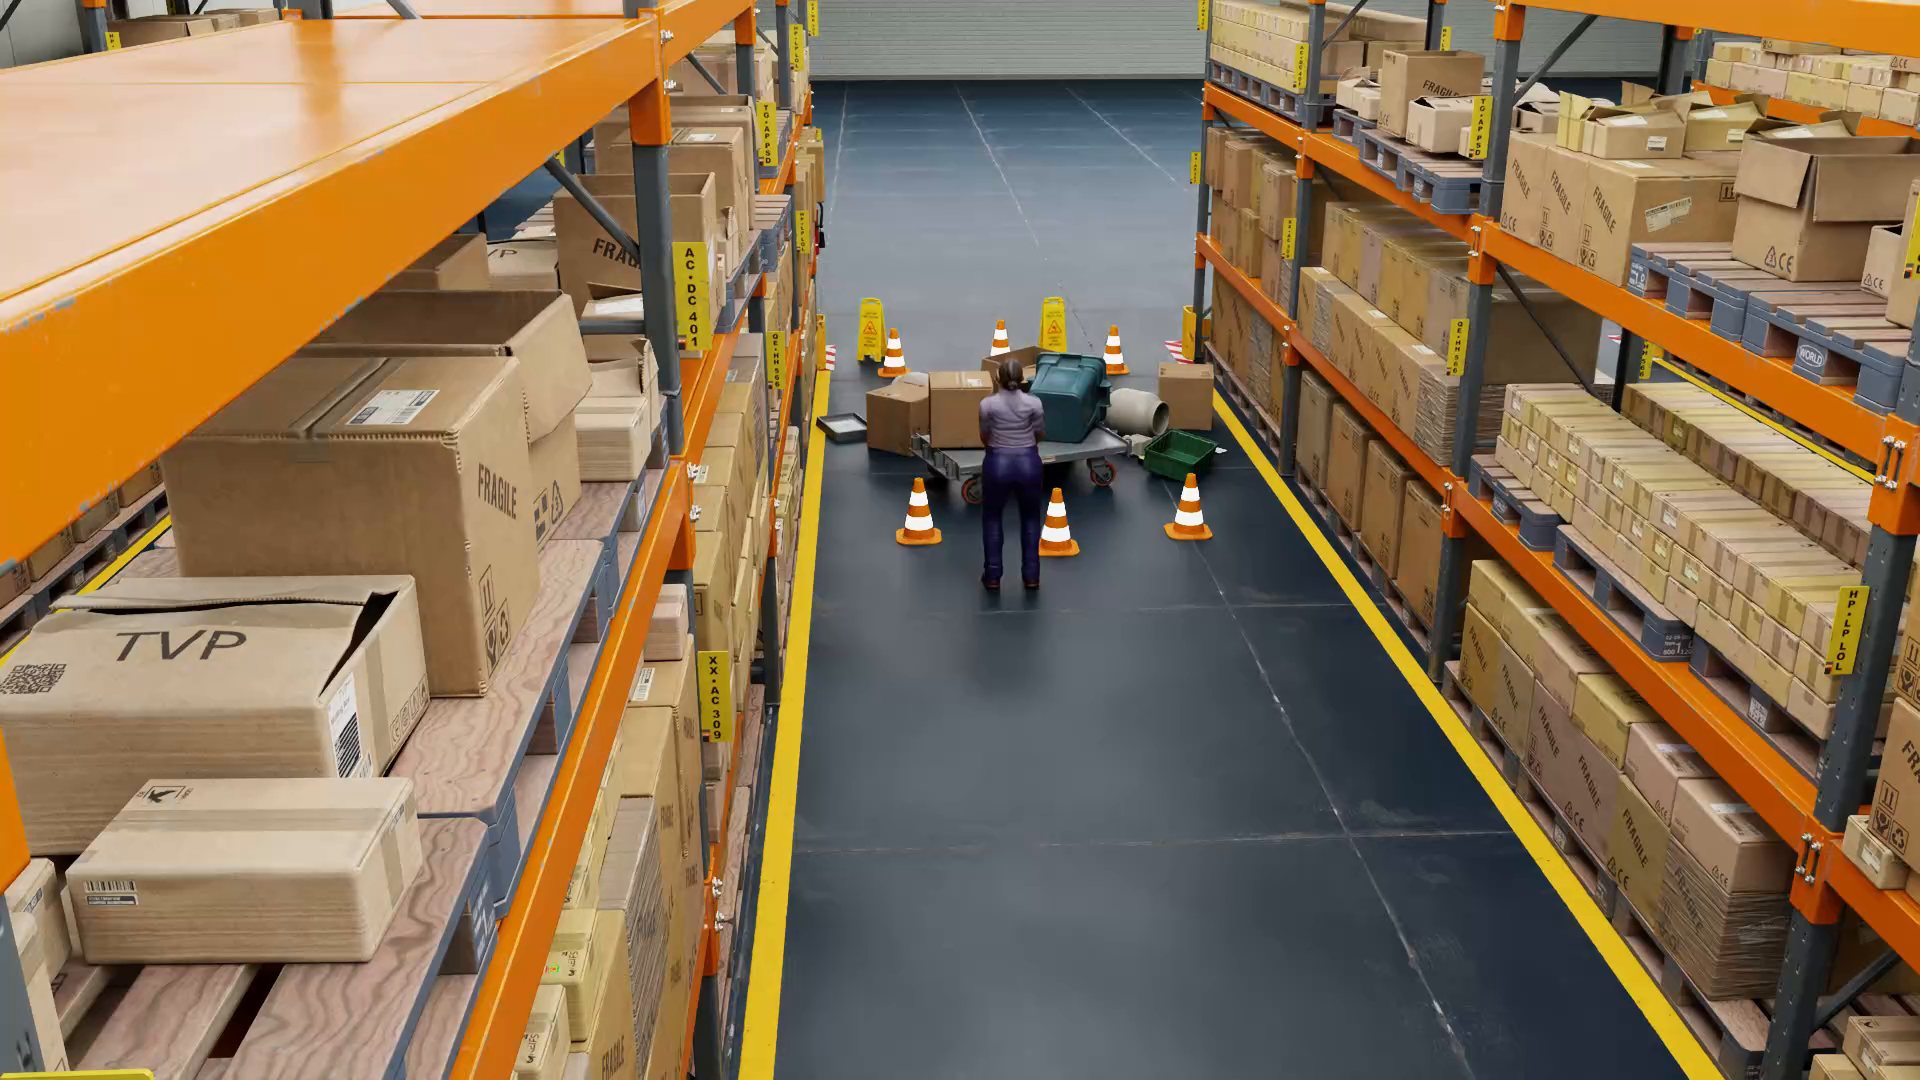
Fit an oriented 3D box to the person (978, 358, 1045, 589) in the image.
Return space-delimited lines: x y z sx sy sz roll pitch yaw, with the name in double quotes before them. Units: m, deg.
"person" 0.346 -0.487 11.416 0.453 1.636 0.524 -1 21 -2
